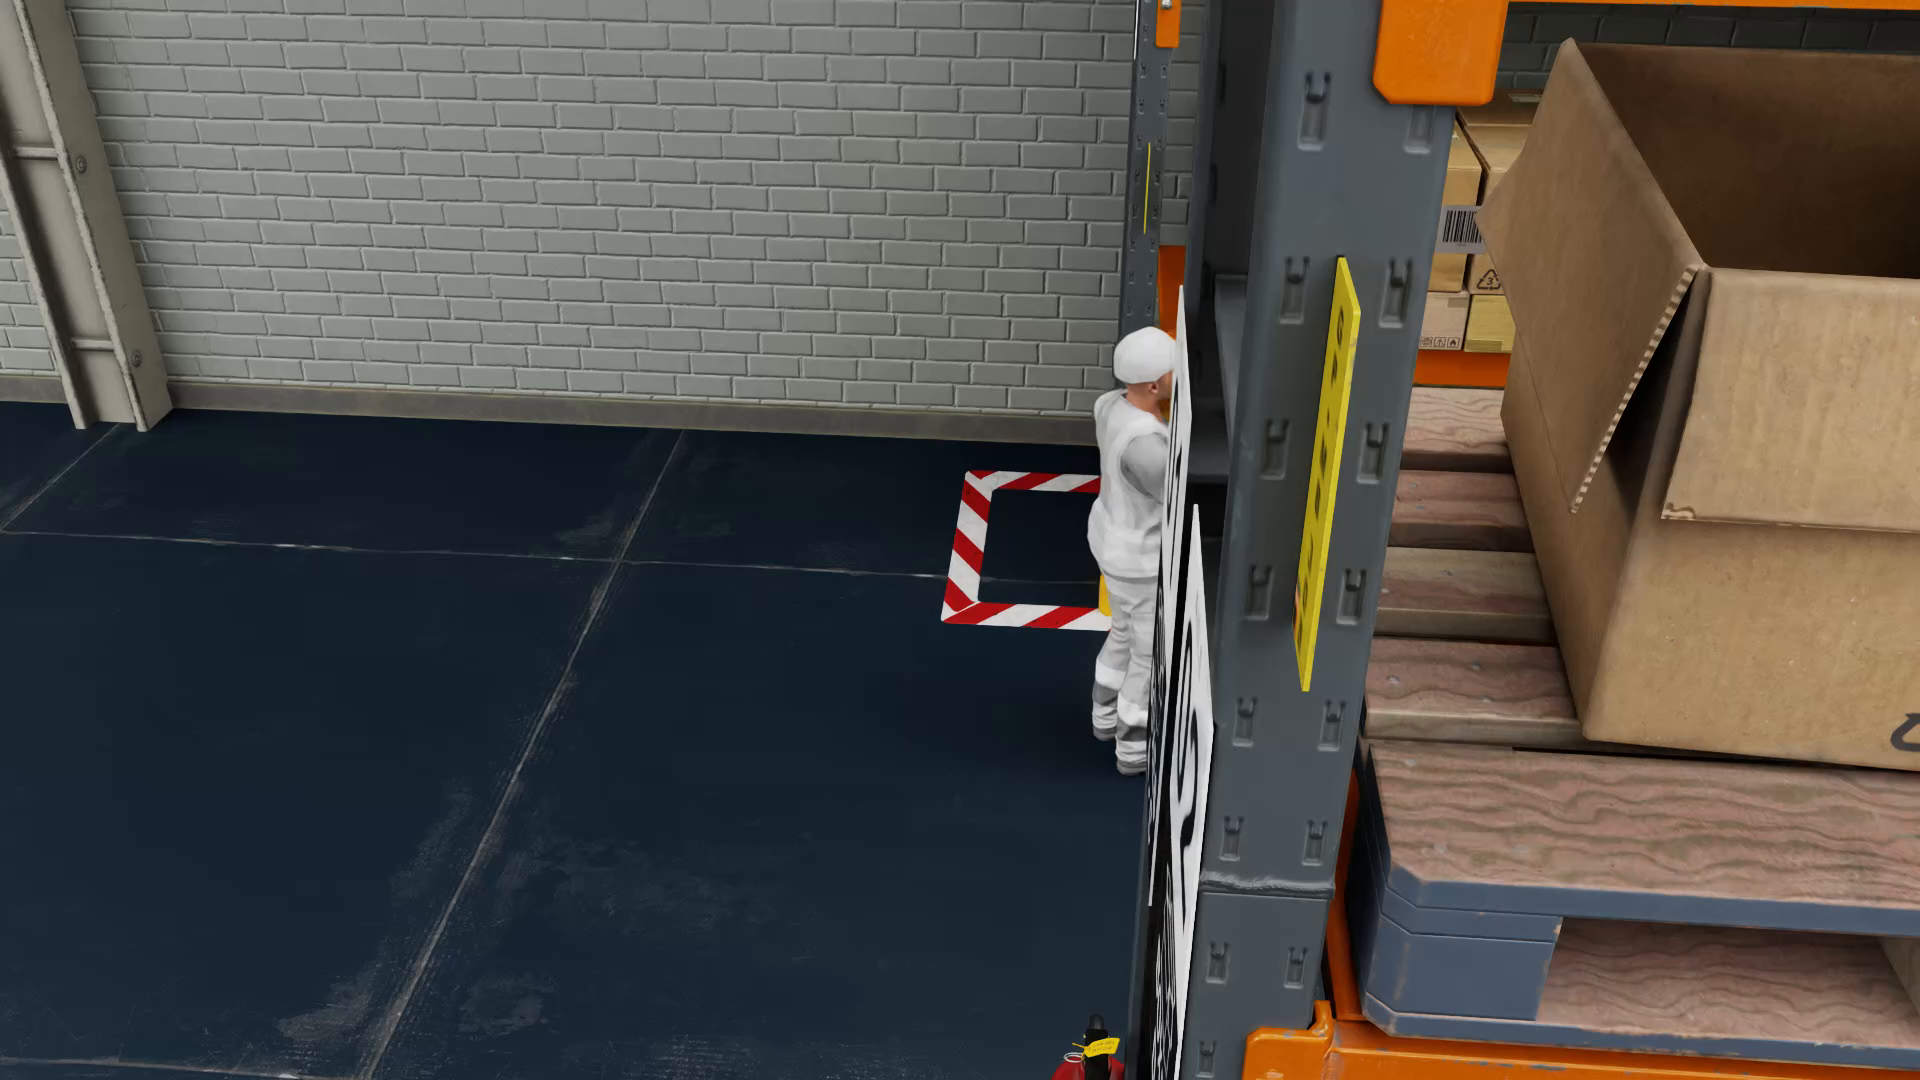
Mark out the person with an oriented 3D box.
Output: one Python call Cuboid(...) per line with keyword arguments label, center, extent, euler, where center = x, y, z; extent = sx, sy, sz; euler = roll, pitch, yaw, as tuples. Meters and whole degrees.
Cuboid(label="person", center=(0.748, 0.047, 6.037), extent=(0.562, 1.787, 0.495), euler=(-5, 32, -7))
